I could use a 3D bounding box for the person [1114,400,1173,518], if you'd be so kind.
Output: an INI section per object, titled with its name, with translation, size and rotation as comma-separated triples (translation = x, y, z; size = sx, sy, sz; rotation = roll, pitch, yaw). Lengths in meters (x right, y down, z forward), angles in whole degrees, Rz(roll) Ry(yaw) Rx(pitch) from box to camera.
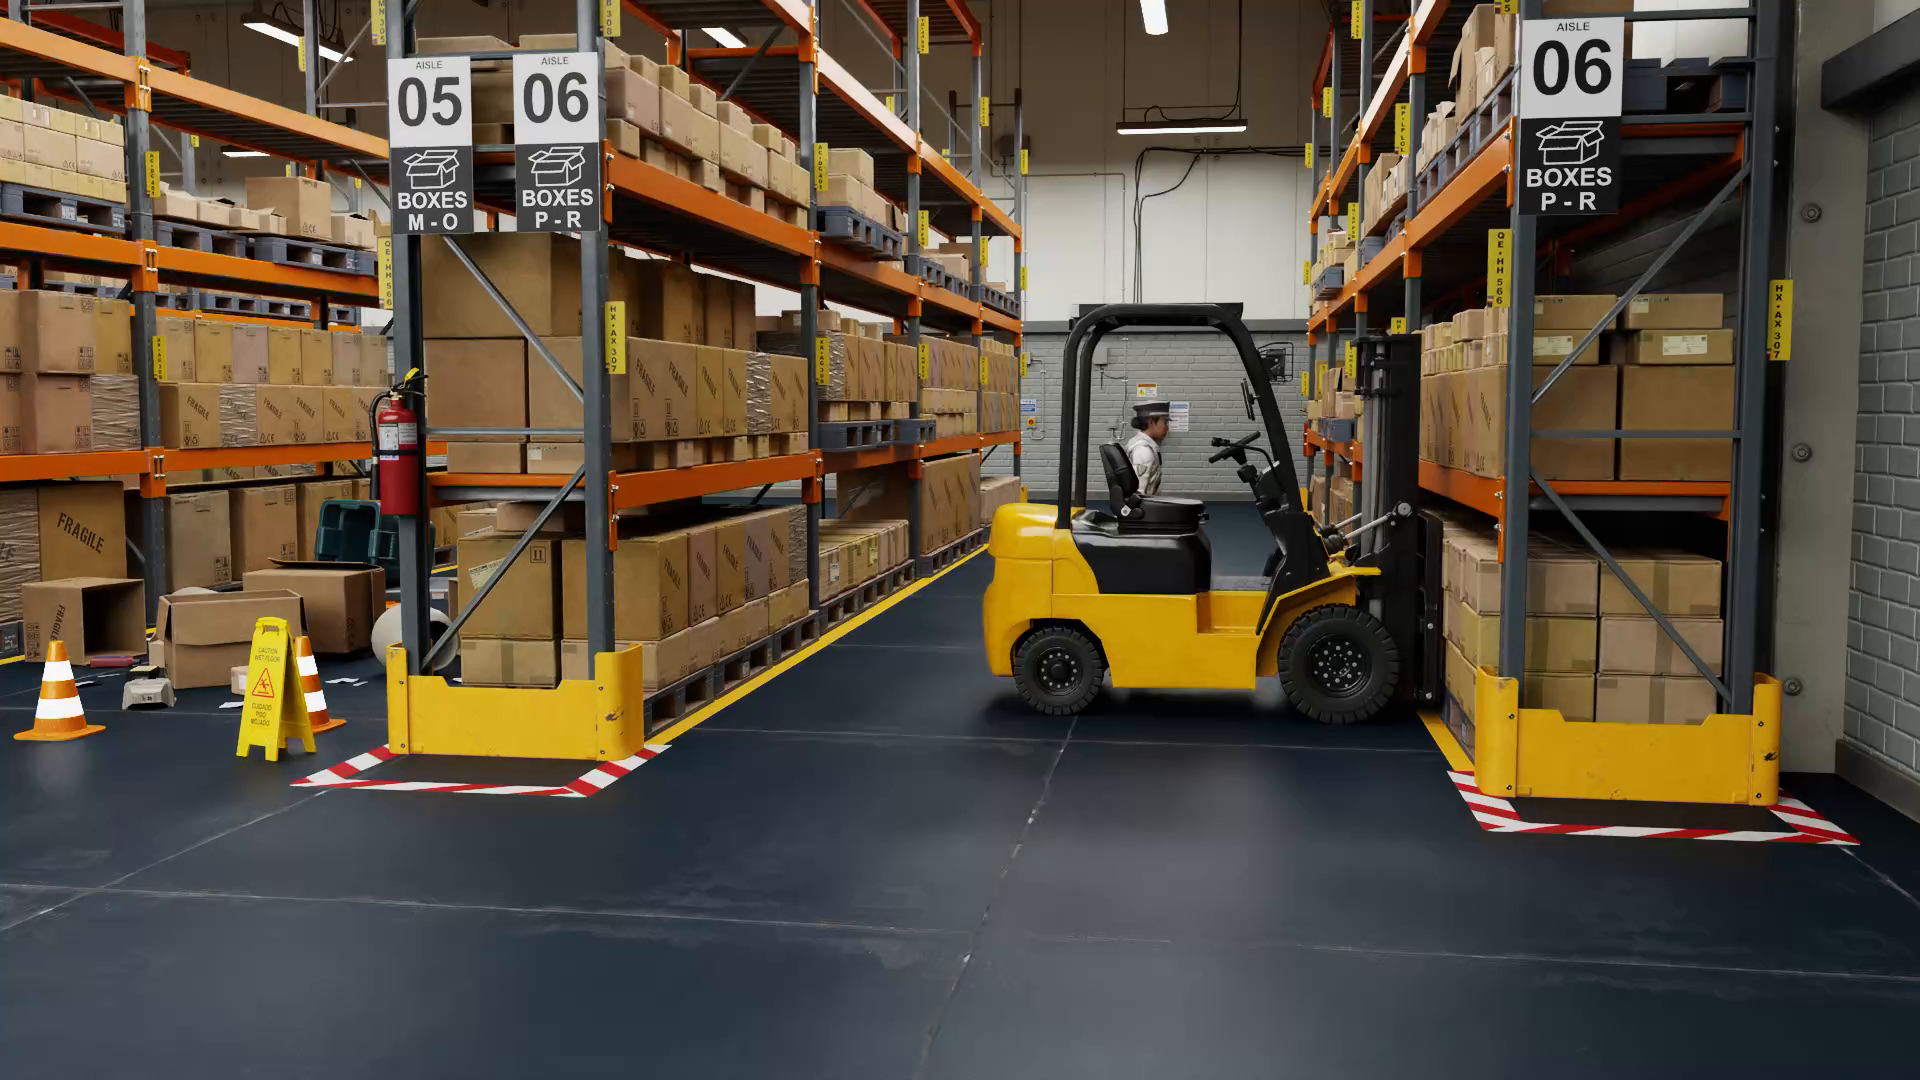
[person]
translation = 1.181, -0.070, 10.750
size = 0.378, 1.663, 0.531
rotation = 1, 5, 8
